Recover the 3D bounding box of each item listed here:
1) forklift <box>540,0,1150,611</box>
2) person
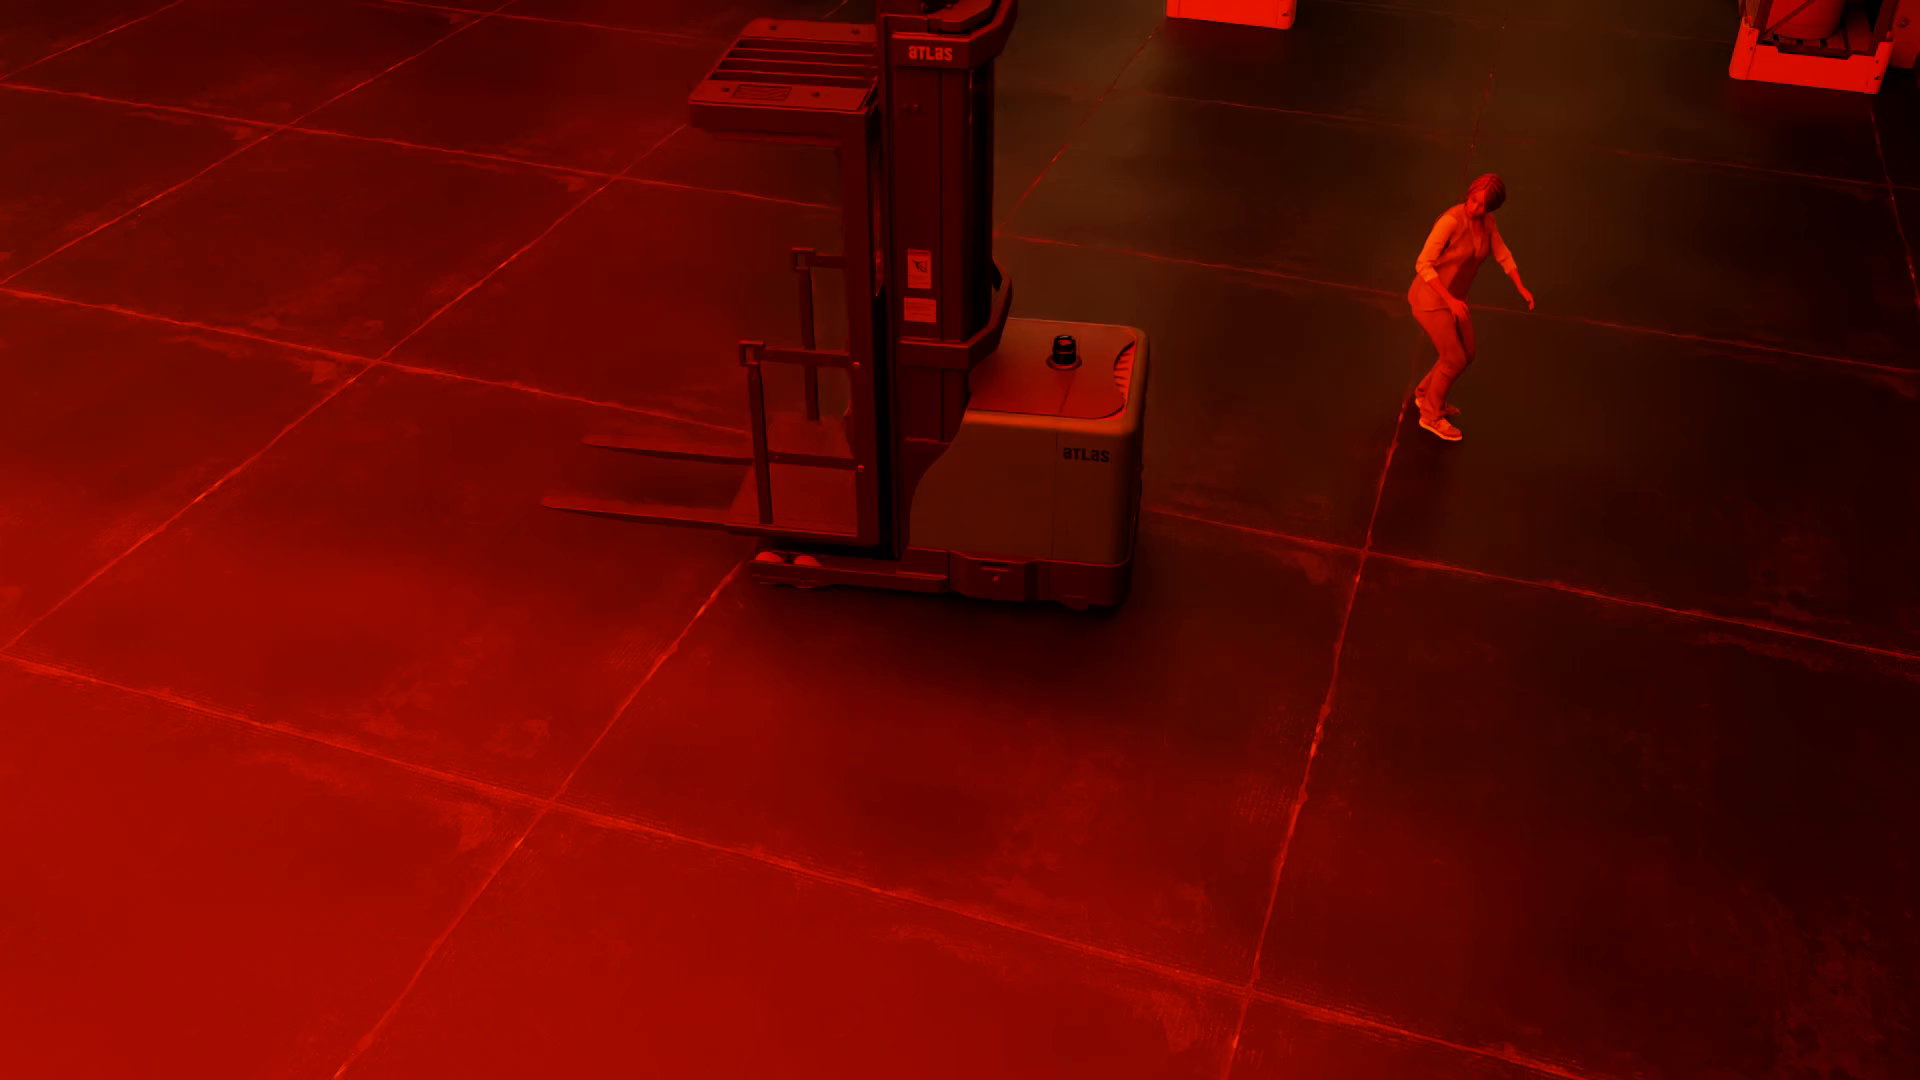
[{"bbox_3d":[-0.607,-1.246,7.869,3.031,2.935,1.130,5,36,8],"label":"forklift"},{"bbox_3d":[2.771,-1.268,9.145,0.657,1.549,0.570,-29,44,-34],"label":"person"}]
